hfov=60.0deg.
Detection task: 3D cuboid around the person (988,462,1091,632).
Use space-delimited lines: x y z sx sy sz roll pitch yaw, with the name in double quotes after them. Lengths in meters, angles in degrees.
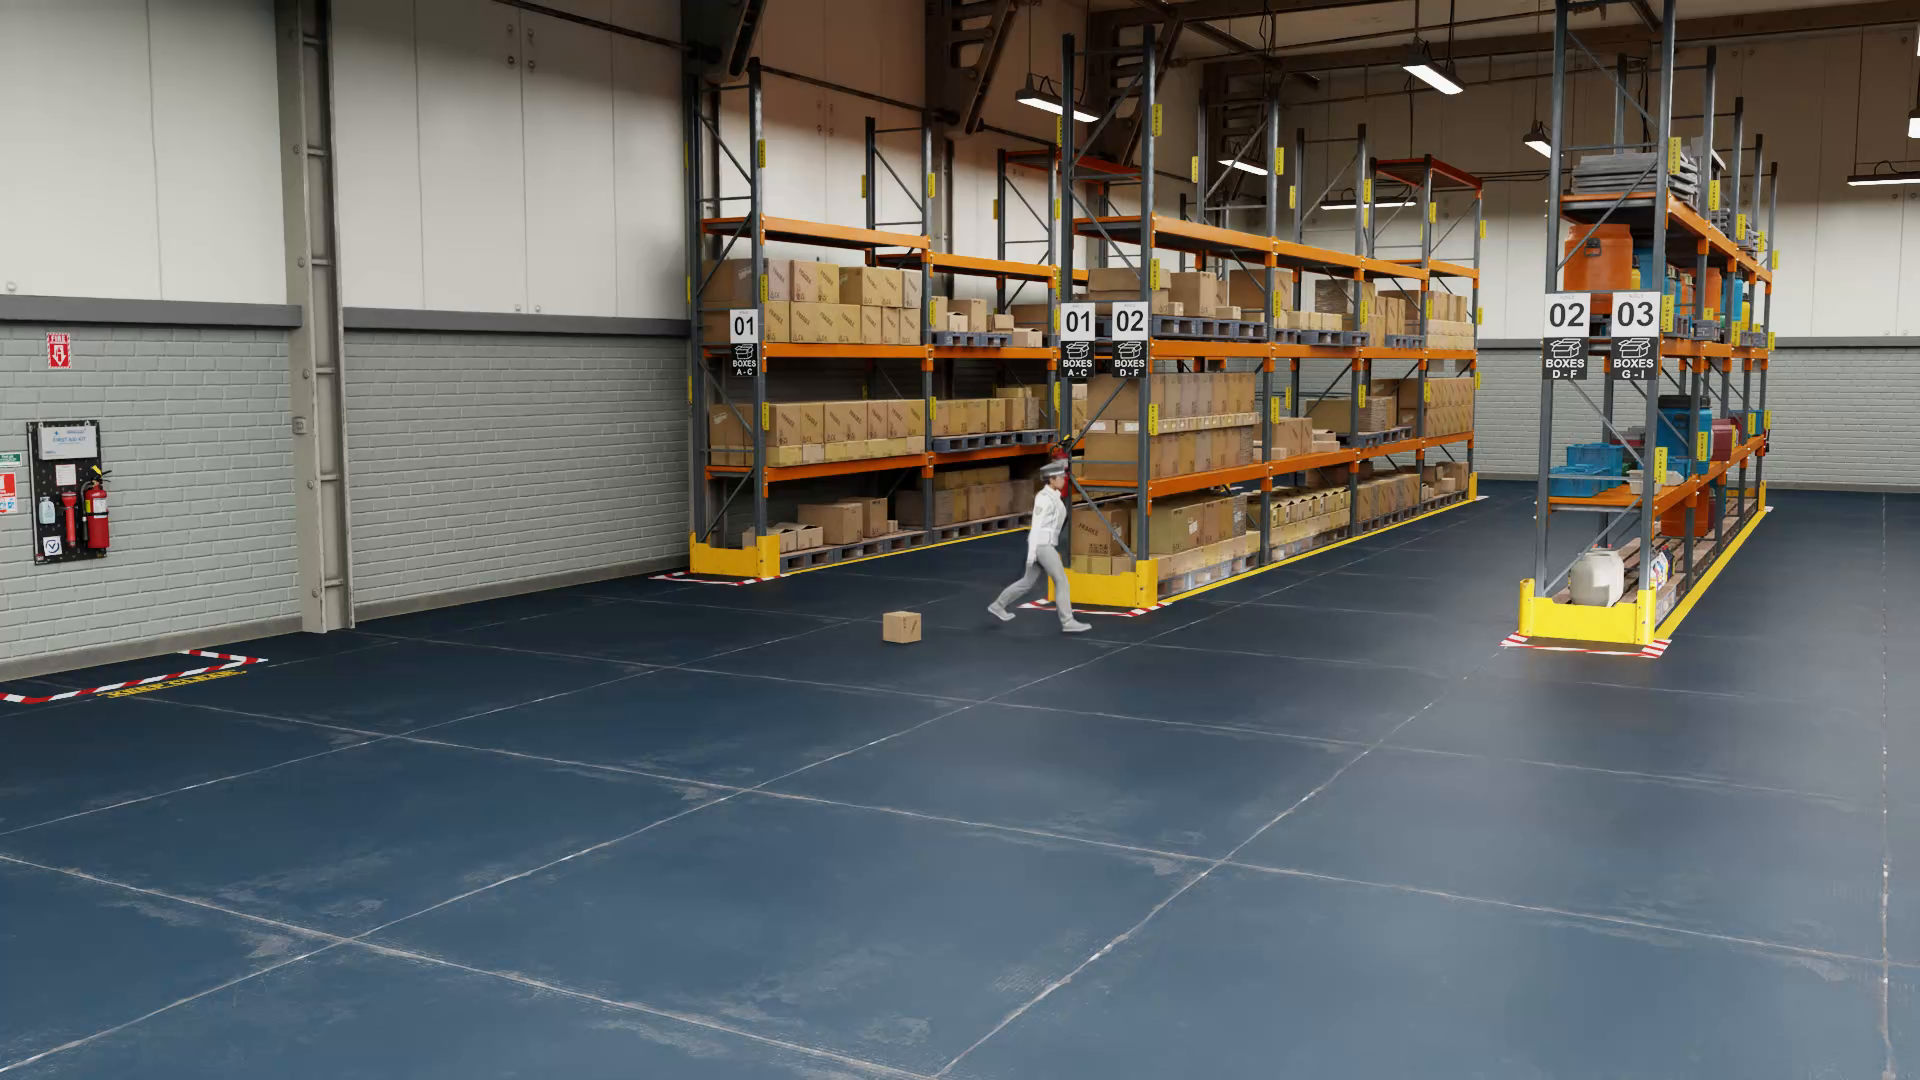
0.773 0.055 15.933 1.033 1.611 0.487 1 6 14 "person"
